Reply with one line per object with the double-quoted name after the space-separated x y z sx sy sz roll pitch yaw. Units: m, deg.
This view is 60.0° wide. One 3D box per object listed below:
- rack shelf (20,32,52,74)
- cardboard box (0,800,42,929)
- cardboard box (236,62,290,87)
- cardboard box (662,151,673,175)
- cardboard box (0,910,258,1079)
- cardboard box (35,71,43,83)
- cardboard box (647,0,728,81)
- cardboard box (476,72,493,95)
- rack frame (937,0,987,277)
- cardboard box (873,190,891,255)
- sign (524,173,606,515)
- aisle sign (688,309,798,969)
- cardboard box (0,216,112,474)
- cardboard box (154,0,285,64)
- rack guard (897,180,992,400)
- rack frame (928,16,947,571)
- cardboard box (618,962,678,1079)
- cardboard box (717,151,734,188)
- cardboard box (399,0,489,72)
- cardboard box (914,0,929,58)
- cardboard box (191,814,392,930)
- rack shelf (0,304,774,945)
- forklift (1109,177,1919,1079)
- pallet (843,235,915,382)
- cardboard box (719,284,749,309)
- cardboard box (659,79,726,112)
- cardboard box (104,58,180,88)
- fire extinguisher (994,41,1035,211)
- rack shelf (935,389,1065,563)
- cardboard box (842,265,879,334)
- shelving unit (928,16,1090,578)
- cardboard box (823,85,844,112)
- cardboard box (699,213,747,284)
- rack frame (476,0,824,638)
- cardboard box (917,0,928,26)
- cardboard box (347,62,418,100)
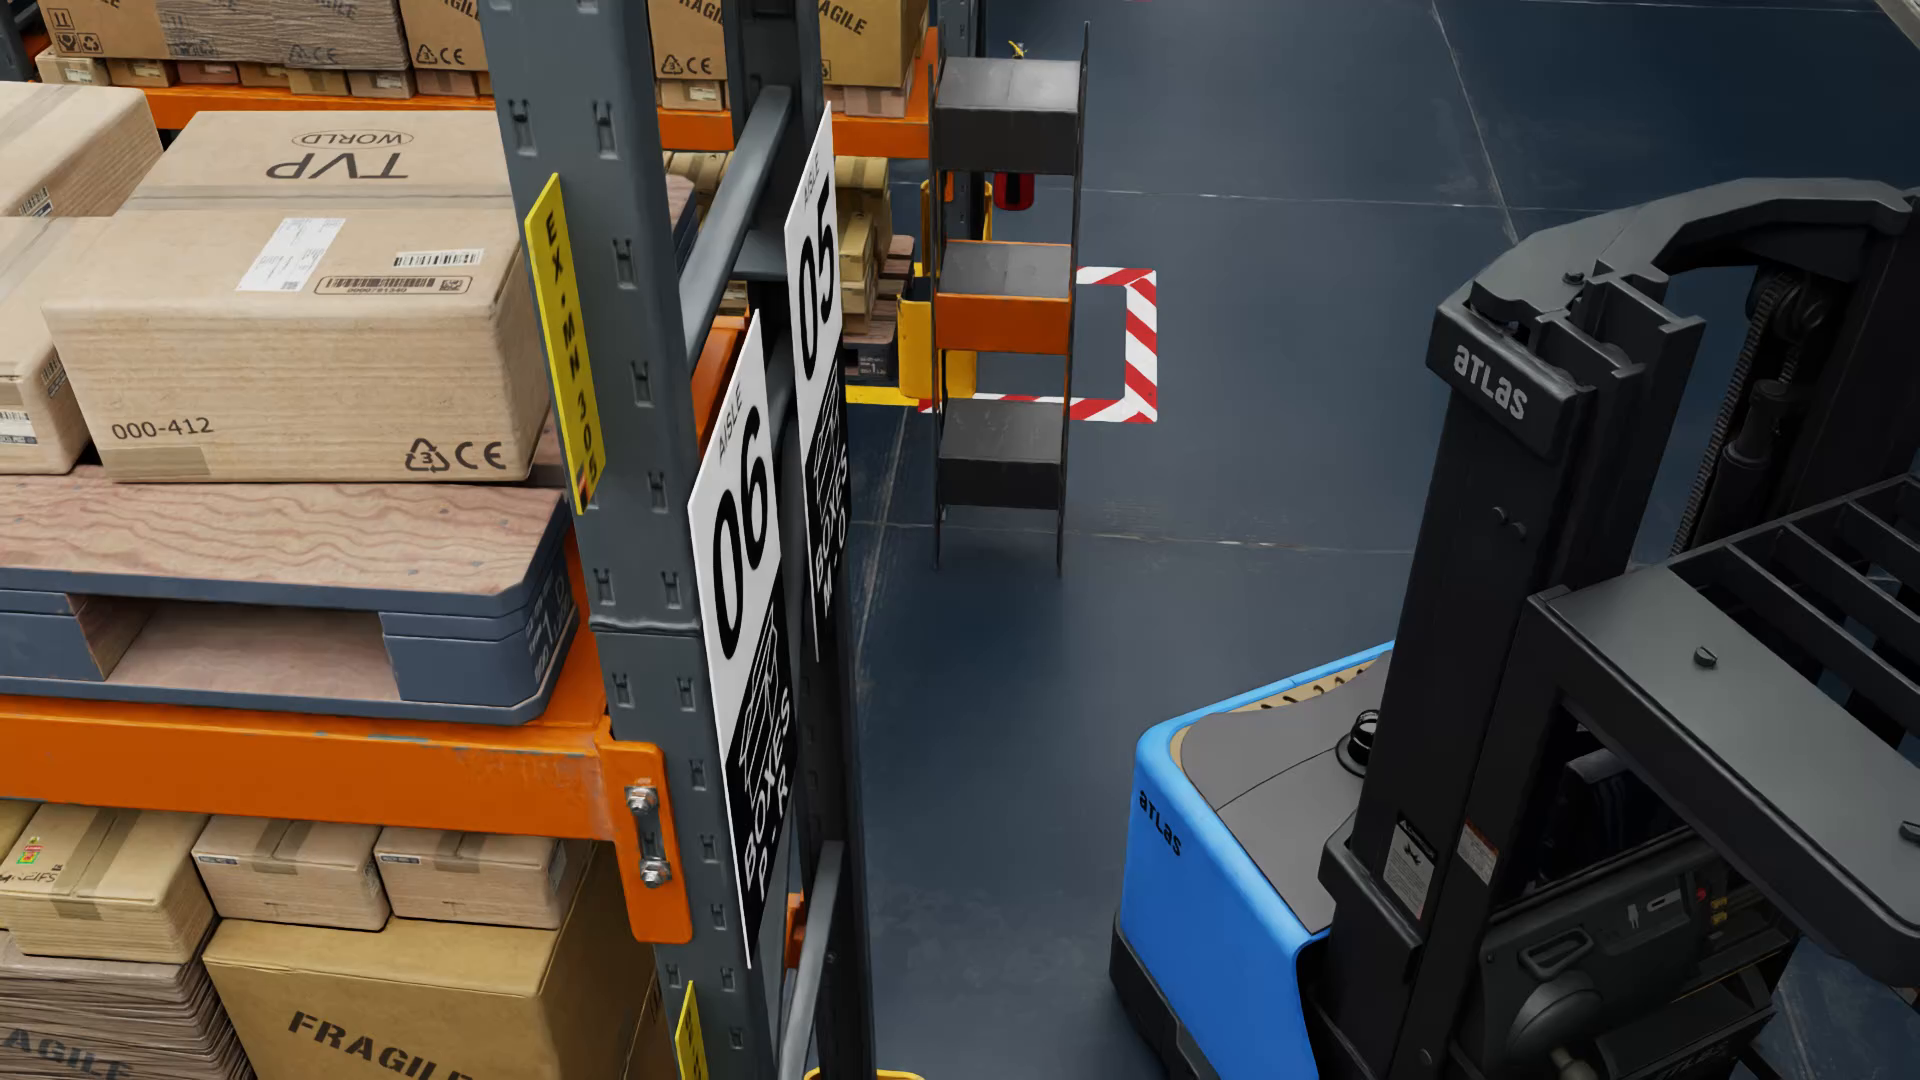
-5.962 -2.211 7.660 4.000 0.370 1.077 3 39 4 "rack shelf"
-1.452 0.384 2.517 0.250 0.149 0.380 4 39 5 "cardboard box"
-2.911 -2.095 7.147 0.250 0.149 0.380 2 39 2 "cardboard box"
-1.531 -1.710 7.929 0.250 0.149 0.380 5 39 6 "cardboard box"
-1.334 0.642 2.714 0.500 0.500 0.500 3 39 4 "cardboard box"
-4.682 -2.072 7.973 0.500 0.250 0.500 2 39 2 "cardboard box"
-0.967 -2.211 6.776 0.500 0.500 0.500 3 39 3 "cardboard box"
-1.875 -2.036 7.074 0.250 0.149 0.380 4 39 5 "cardboard box"
0.016 -2.163 7.032 0.127 3.000 1.000 3 39 4 "rack frame"
-0.484 -1.526 7.939 0.250 0.149 0.380 5 39 6 "cardboard box"
-0.371 -0.180 1.580 0.005 0.325 0.100 3 39 4 "sign"
-0.265 0.146 2.135 0.004 0.787 0.394 3 39 4 "aisle sign"
-1.191 -0.253 2.095 0.250 0.149 0.380 0 39 0 "cardboard box"
-3.004 -2.328 6.919 0.500 0.500 0.500 3 39 4 "cardboard box"
-0.060 -1.198 7.826 0.348 0.500 1.175 3 39 4 "rack guard"
-0.078 -0.819 6.092 0.015 2.100 0.400 3 39 4 "rack frame"
-0.814 1.057 2.996 0.500 0.500 0.500 3 39 4 "cardboard box"
-1.002 -1.727 7.950 0.250 0.149 0.380 3 39 4 "cardboard box"
-1.968 -2.267 6.844 0.500 0.500 0.500 5 39 6 "cardboard box"
-0.278 -2.290 7.386 0.250 0.149 0.380 3 39 3 "cardboard box"
-0.940 0.385 2.516 0.250 0.149 0.380 4 39 5 "cardboard box"
-2.303 -0.038 2.614 4.000 0.370 1.077 3 39 4 "rack shelf"
1.538 0.916 3.302 1.130 2.935 3.031 -17 42 -19 "forklift"
-0.866 -1.153 7.999 1.213 0.211 1.003 3 39 4 "pallet"
-1.052 -1.212 7.553 0.250 0.149 0.380 2 39 2 "cardboard box"
-1.085 -1.947 6.964 0.250 0.149 0.380 4 39 5 "cardboard box"
-3.451 -2.095 7.147 0.250 0.149 0.380 4 39 5 "cardboard box"
0.227 -1.685 6.800 0.183 0.674 0.296 3 39 4 "fire extinguisher"
0.165 -0.252 6.527 0.480 0.518 0.431 3 39 4 "rack shelf"
-0.526 -1.118 7.673 0.250 0.149 0.380 4 39 5 "cardboard box"
0.165 -0.805 6.076 0.503 2.100 0.431 3 39 4 "shelving unit"
-0.578 -1.943 6.960 0.250 0.149 0.380 3 39 4 "cardboard box"
-1.048 -1.305 7.431 0.250 0.149 0.380 2 39 3 "cardboard box"
-0.310 -1.371 1.306 0.127 3.000 1.000 3 39 4 "rack frame"
-0.407 -2.516 7.150 0.500 0.500 0.500 5 39 6 "cardboard box"
-2.399 -2.021 7.056 0.250 0.149 0.380 5 39 6 "cardboard box"
